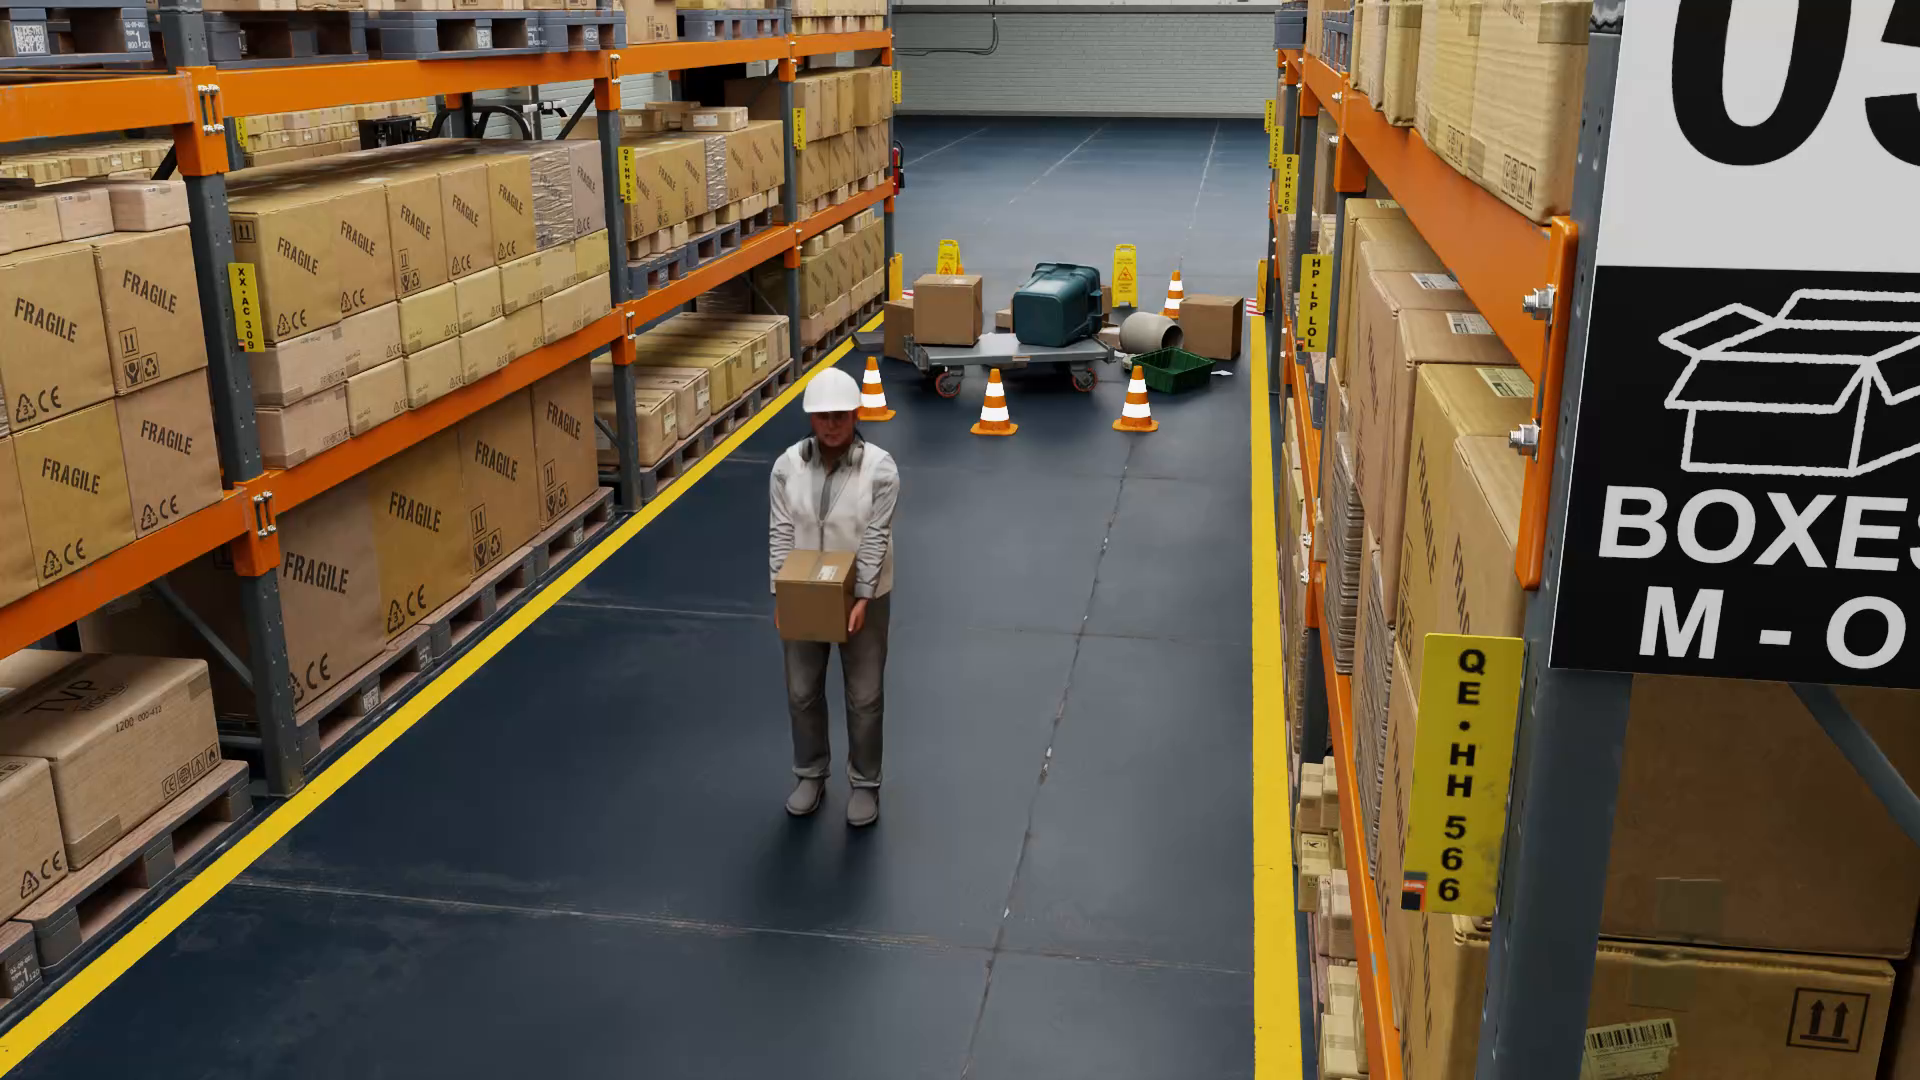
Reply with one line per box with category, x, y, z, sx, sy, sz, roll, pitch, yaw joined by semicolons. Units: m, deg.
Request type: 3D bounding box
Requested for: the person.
person;-0.475;0.228;6.309;0.493;1.770;0.562;3;18;8
